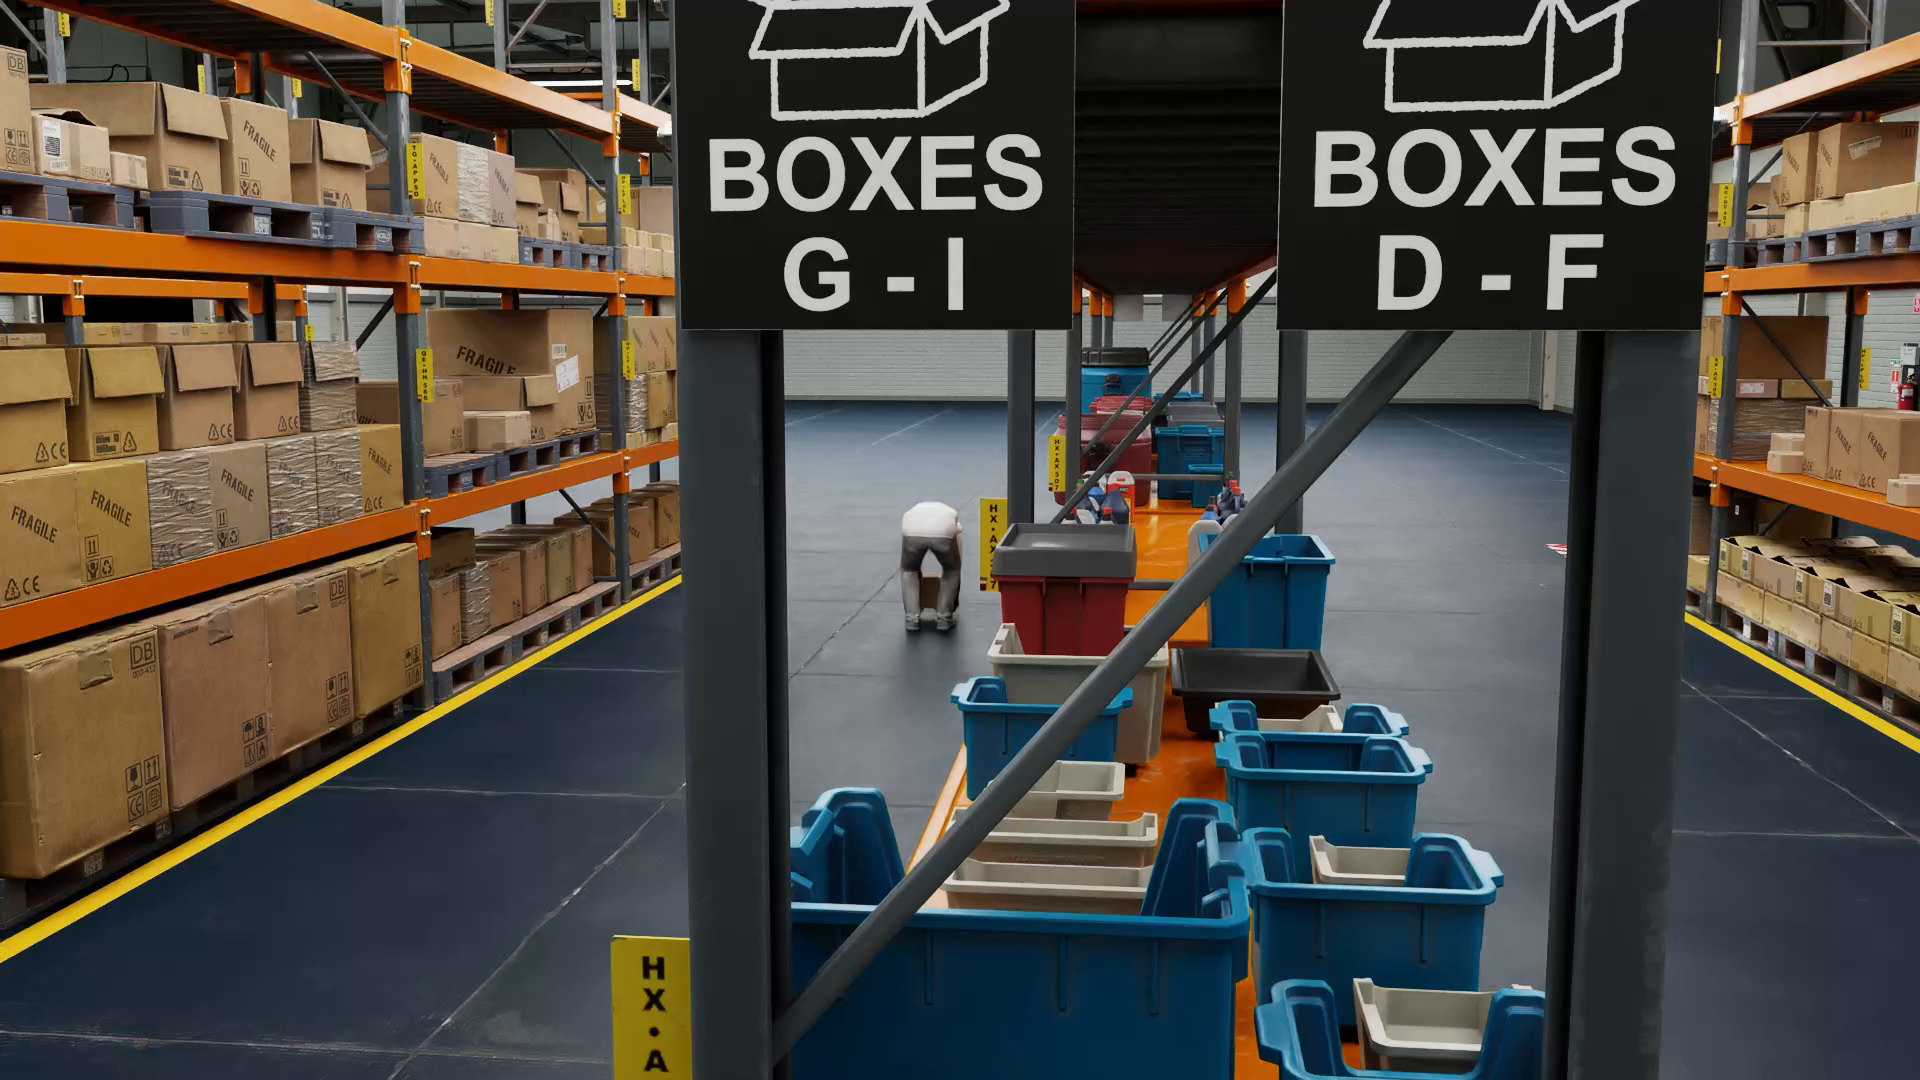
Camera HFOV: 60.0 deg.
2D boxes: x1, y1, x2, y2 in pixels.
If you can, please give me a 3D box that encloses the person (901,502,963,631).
[{"bbox_3d":[-0.227,0.176,13.254,0.490,1.006,0.976,0,8,3],"label":"person"}]
